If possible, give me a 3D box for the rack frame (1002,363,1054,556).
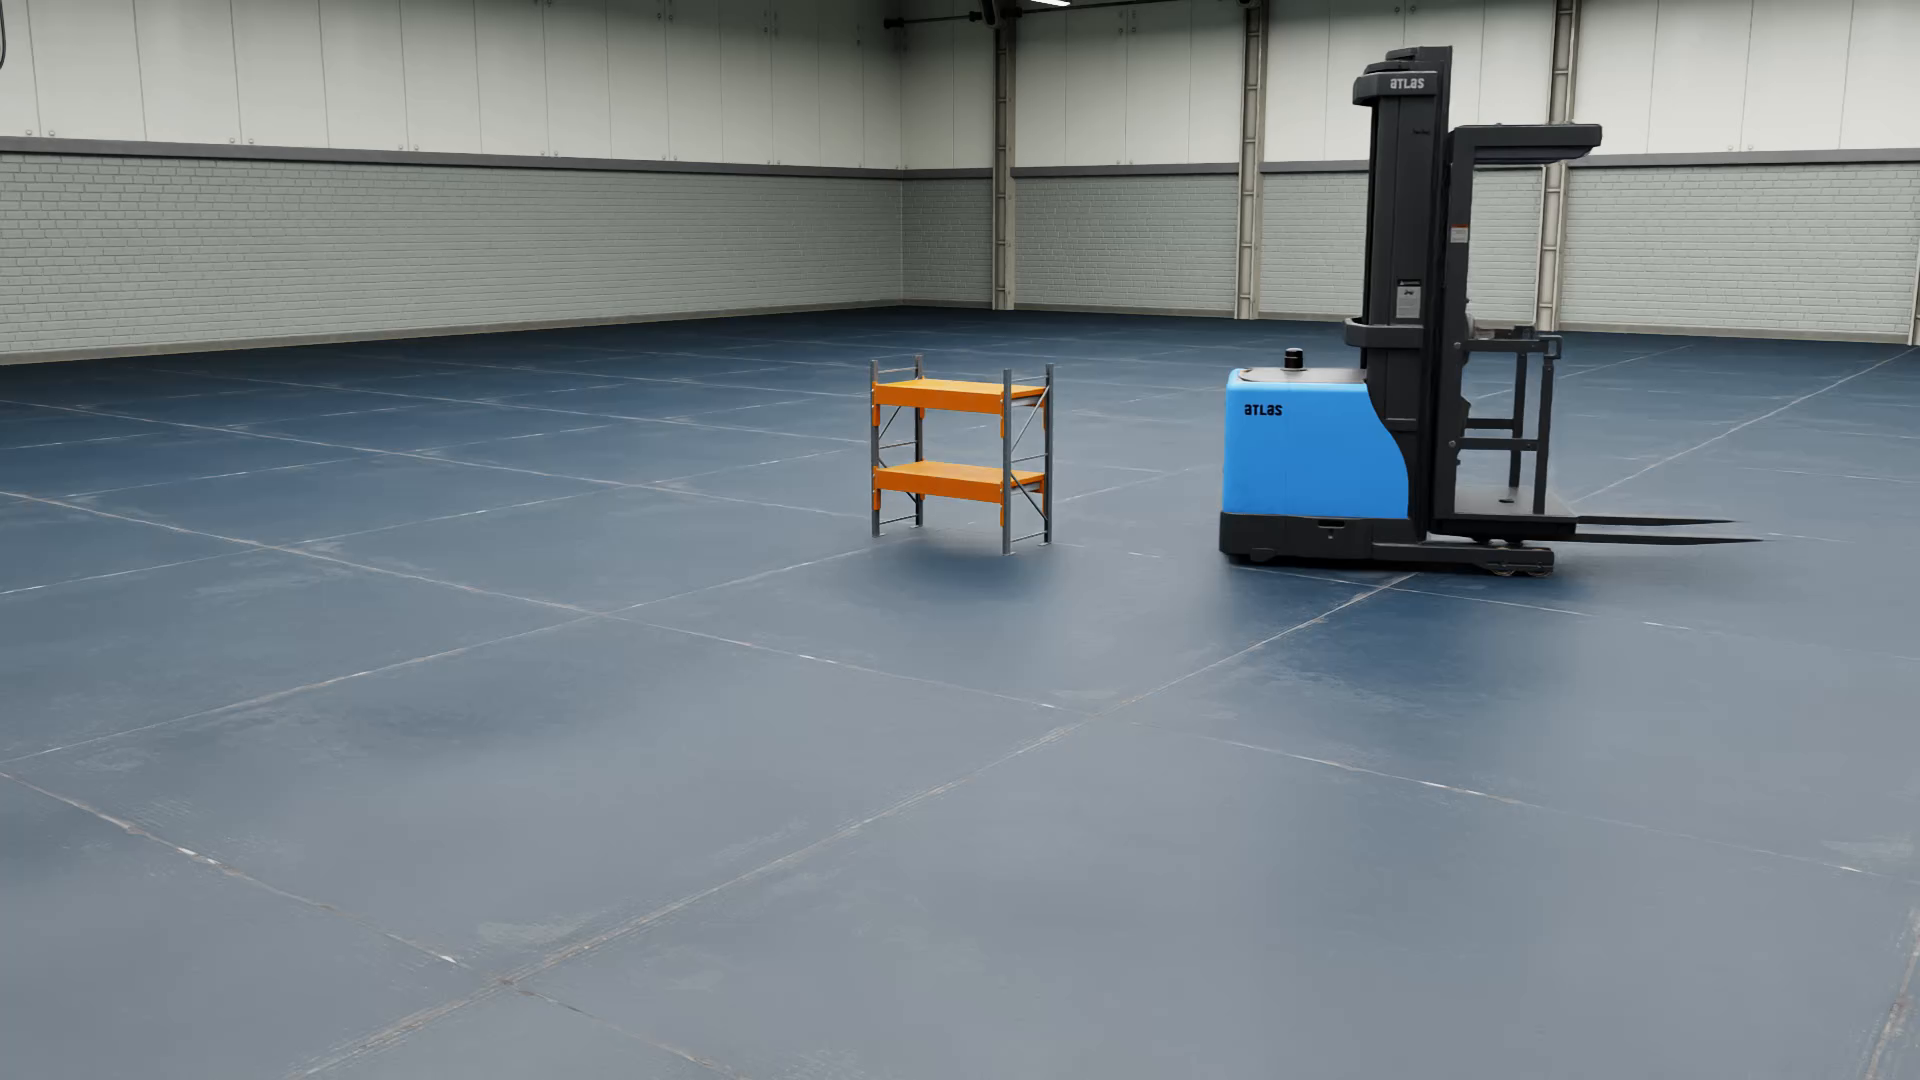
[{"bbox_3d":[0.415,-0.494,10.124,0.032,1.125,0.500,8,13,36],"label":"rack frame"}]

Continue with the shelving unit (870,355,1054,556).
[{"bbox_3d":[0.005,-0.552,10.419,1.048,1.125,0.538,8,13,36],"label":"shelving unit"}]

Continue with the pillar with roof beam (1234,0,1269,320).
[{"bbox_3d":[3.258,-8.243,29.445,0.548,9.000,9.100,8,13,36],"label":"pillar with roof beam"}]

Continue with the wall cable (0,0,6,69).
[{"bbox_3d":[-13.635,-8.409,21.350,0.169,6.003,2.305,8,13,36],"label":"wall cable"}]

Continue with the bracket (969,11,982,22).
[{"bbox_3d":[0.426,-11.336,35.957,0.430,0.232,0.235,8,13,36],"label":"bracket"}]

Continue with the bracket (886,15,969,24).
[{"bbox_3d":[-1.009,-11.536,36.991,3.189,0.066,0.076,8,13,36],"label":"bracket"}]

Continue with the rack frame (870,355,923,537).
[{"bbox_3d":[-0.404,-0.609,10.714,0.032,1.125,0.500,8,13,36],"label":"rack frame"}]

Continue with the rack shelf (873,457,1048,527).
[{"bbox_3d":[0.005,-0.311,10.465,1.000,0.278,0.538,8,13,36],"label":"rack shelf"}]

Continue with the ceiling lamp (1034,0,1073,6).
[{"bbox_3d":[1.148,-11.248,29.613,0.800,3.185,2.000,8,13,36],"label":"ceiling lamp"}]

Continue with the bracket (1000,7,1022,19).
[{"bbox_3d":[1.095,-11.243,35.475,0.430,0.232,0.235,8,13,36],"label":"bracket"}]

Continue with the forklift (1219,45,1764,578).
[{"bbox_3d":[3.099,-1.335,9.714,3.031,2.935,1.130,2,11,10],"label":"forklift"}]

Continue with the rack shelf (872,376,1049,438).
[{"bbox_3d":[0.005,-0.839,10.363,1.000,0.278,0.538,8,13,36],"label":"rack shelf"}]

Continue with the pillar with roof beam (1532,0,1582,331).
[{"bbox_3d":[8.094,-7.568,25.958,0.400,9.000,9.100,8,13,36],"label":"pillar with roof beam"}]

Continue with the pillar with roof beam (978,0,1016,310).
[{"bbox_3d":[-1.578,-8.917,32.932,0.548,9.000,9.100,8,13,36],"label":"pillar with roof beam"}]

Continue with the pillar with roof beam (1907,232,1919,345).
[{"bbox_3d":[12.930,-6.894,22.471,0.400,9.000,9.100,8,13,36],"label":"pillar with roof beam"}]

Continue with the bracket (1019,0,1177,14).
[{"bbox_3d":[3.171,-10.953,33.977,4.783,0.066,0.076,8,13,36],"label":"bracket"}]

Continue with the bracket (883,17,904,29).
[{"bbox_3d":[-1.485,-11.602,37.334,0.430,0.232,0.235,8,13,36],"label":"bracket"}]
